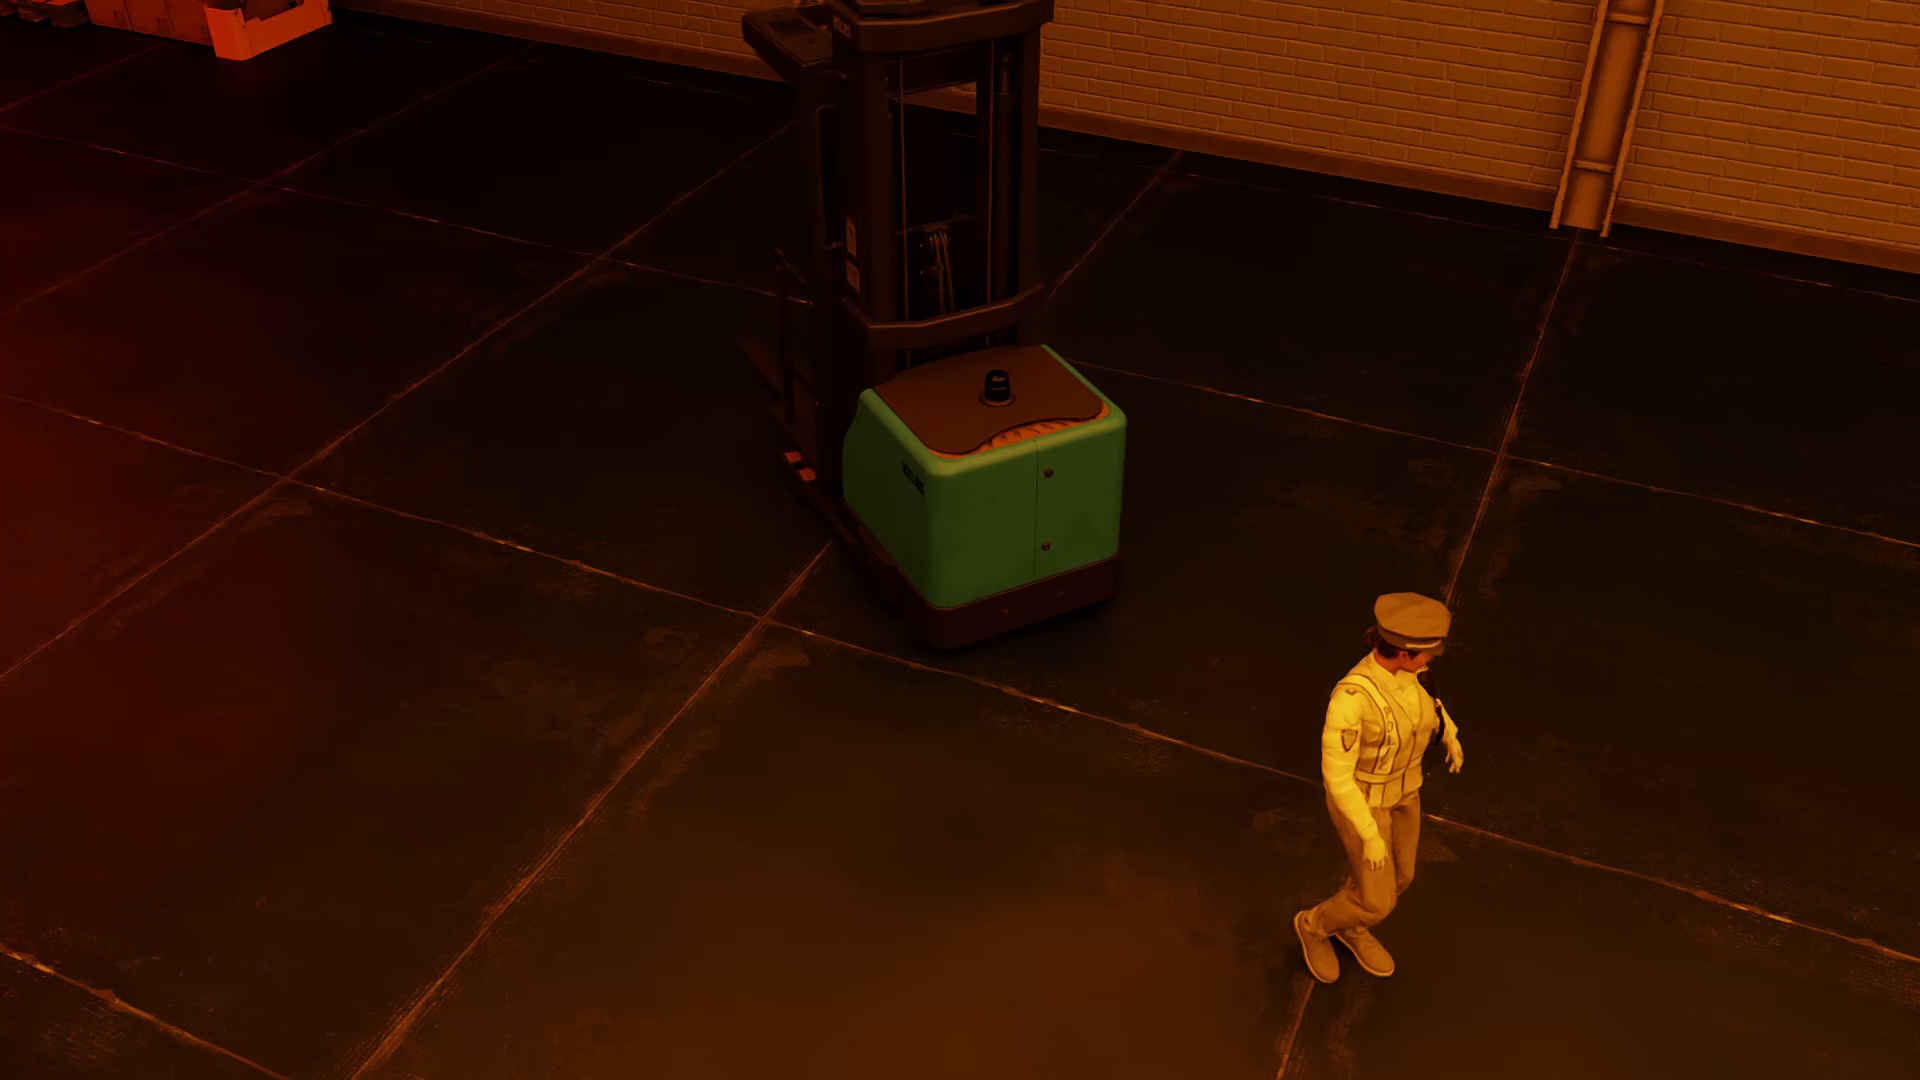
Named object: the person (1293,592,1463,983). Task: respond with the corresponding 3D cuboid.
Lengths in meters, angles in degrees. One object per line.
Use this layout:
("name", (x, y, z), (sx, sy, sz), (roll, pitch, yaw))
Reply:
("person", (1.540, 0.910, 5.937), (0.732, 1.646, 0.430), (-25, 42, -31))

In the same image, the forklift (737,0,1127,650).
("forklift", (-0.341, -1.520, 8.218), (1.130, 2.935, 3.031), (-17, 39, -22))
